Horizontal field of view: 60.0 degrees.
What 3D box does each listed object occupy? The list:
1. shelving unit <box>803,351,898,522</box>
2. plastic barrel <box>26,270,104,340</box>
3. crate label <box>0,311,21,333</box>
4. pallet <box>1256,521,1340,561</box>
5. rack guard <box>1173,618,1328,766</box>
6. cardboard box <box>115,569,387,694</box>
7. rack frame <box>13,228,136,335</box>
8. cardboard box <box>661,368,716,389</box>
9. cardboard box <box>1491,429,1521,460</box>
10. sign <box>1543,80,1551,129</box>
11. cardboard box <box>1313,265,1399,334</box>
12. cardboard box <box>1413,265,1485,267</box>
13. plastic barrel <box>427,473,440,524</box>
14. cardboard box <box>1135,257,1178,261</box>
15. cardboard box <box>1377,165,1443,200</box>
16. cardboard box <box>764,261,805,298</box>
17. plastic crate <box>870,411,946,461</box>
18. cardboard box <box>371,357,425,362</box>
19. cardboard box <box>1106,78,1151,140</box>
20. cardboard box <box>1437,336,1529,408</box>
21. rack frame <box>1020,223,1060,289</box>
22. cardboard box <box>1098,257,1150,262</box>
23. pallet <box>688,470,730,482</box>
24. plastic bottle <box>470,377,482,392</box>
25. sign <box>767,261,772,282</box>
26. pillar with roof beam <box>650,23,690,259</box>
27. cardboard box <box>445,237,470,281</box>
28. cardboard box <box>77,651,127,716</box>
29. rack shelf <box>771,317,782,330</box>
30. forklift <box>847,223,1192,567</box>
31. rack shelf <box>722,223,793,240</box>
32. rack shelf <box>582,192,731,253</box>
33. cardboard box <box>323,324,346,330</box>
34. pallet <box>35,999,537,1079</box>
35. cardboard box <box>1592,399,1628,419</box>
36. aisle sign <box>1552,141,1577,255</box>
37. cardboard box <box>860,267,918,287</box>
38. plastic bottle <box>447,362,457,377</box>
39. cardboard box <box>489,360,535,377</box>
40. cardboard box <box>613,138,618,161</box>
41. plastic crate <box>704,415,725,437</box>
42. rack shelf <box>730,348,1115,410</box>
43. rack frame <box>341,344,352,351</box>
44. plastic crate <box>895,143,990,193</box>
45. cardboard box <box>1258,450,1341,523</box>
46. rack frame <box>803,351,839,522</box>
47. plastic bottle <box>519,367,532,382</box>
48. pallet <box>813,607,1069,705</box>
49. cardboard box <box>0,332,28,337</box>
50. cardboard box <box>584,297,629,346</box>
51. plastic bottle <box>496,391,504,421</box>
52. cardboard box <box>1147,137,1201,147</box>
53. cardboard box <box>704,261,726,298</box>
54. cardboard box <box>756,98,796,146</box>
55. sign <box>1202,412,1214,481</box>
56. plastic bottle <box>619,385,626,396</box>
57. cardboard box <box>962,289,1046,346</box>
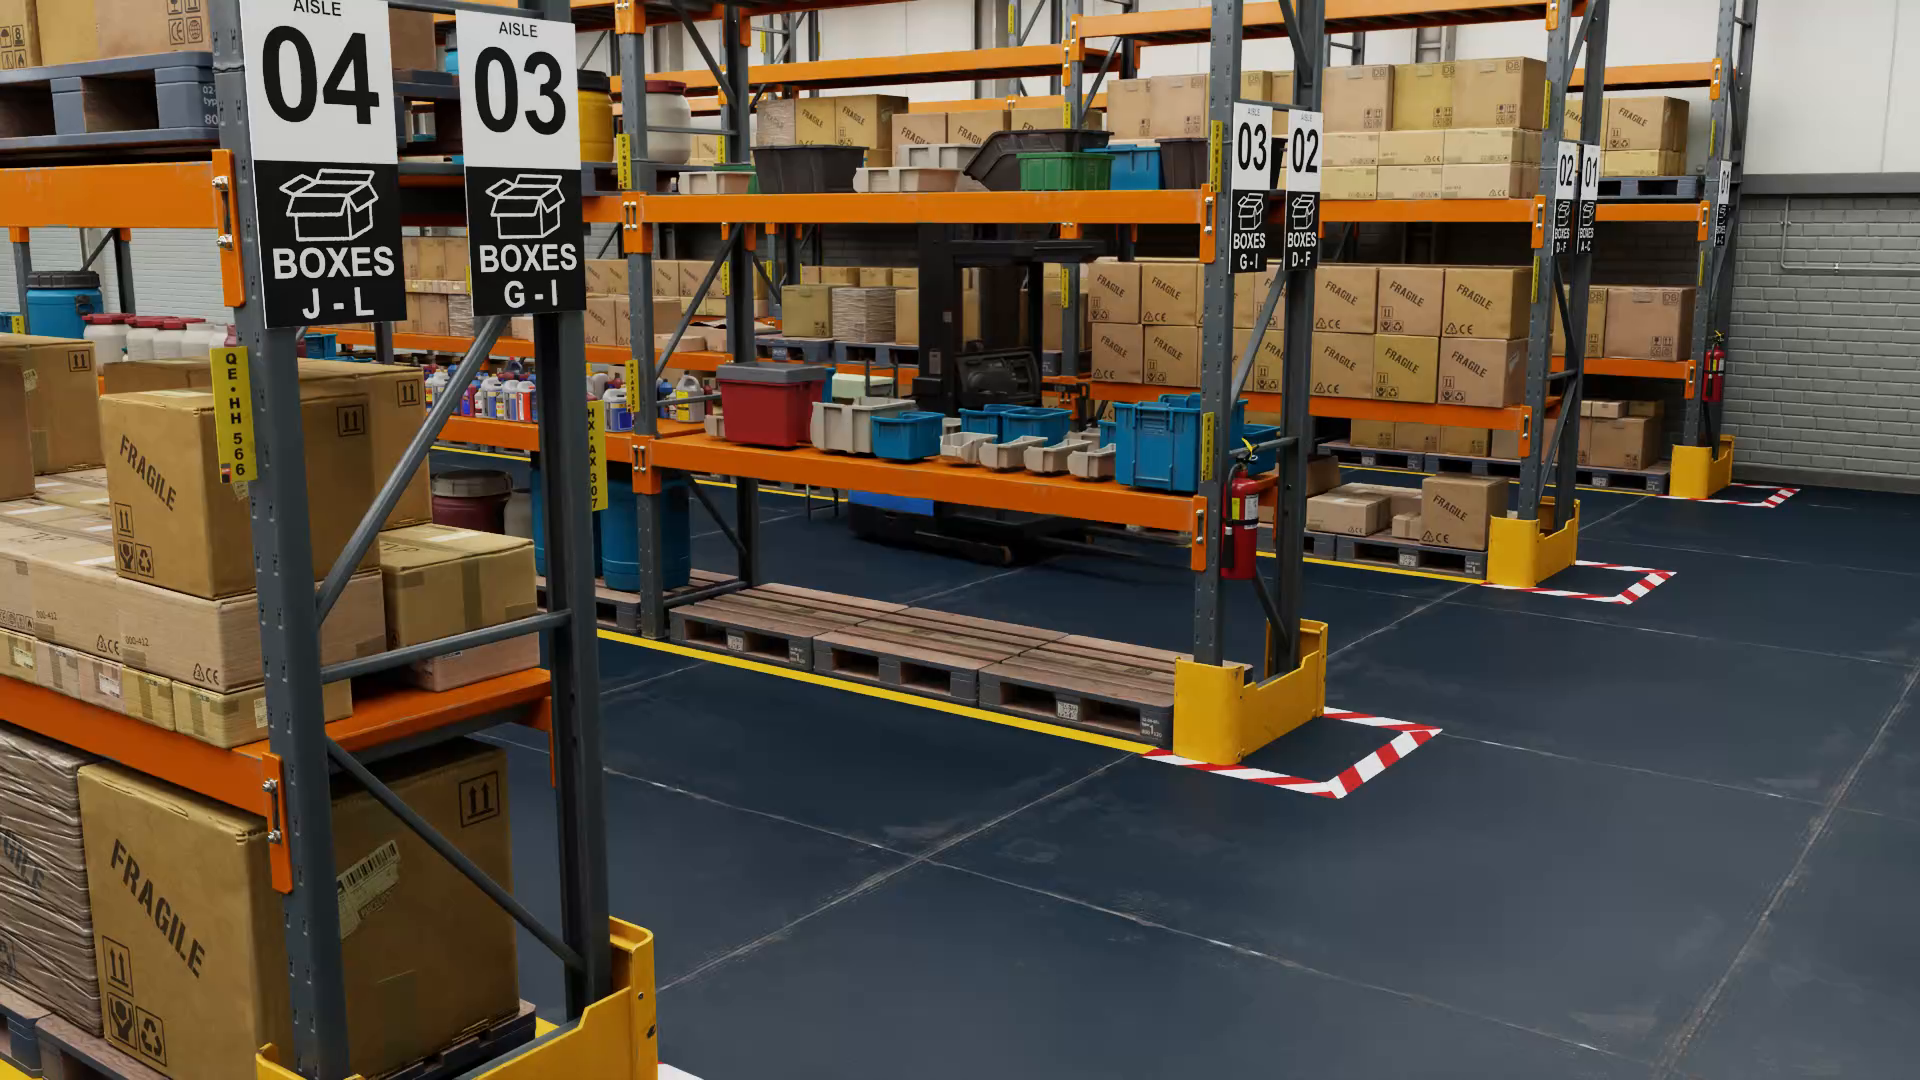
[{"bbox_3d":[-0.957,-0.886,14.660,0.755,1.500,0.431,9,14,38],"label":"shelving unit"},{"bbox_3d":[-8.029,-1.963,14.959,0.708,0.901,0.600,8,13,36],"label":"plastic barrel"},{"bbox_3d":[-9.742,-2.108,16.936,0.616,0.435,0.502,8,13,36],"label":"crate label"},{"bbox_3d":[2.762,-0.081,13.895,1.213,0.211,1.003,8,13,36],"label":"pallet"},{"bbox_3d":[1.538,0.771,8.731,0.348,0.500,1.175,8,13,36],"label":"rack guard"},{"bbox_3d":[-1.969,0.215,4.635,0.500,0.250,0.500,8,13,35],"label":"cardboard box"},{"bbox_3d":[-8.161,-1.807,15.470,0.127,3.000,1.000,8,13,36],"label":"rack frame"},{"bbox_3d":[-3.996,-2.516,24.560,0.500,0.500,0.700,7,13,32],"label":"cardboard box"},{"bbox_3d":[5.942,-1.129,17.444,0.500,0.500,0.700,7,13,34],"label":"cardboard box"},{"bbox_3d":[4.101,-3.040,11.618,0.005,0.325,0.100,8,13,36],"label":"sign"},{"bbox_3d":[3.096,-1.877,12.942,0.500,0.500,0.500,8,14,37],"label":"cardboard box"},{"bbox_3d":[3.818,-1.903,13.074,0.500,0.500,0.500,8,14,36],"label":"cardboard box"},{"bbox_3d":[-4.025,-0.239,12.814,0.421,0.512,0.421,0,11,0],"label":"plastic barrel"},{"bbox_3d":[2.394,-3.184,19.516,0.500,0.250,0.500,8,13,34],"label":"cardboard box"},{"bbox_3d":[3.479,-2.690,12.533,0.500,0.250,0.500,8,13,36],"label":"cardboard box"},{"bbox_3d":[-2.552,-3.712,23.690,0.500,0.500,0.500,8,13,34],"label":"cardboard box"},{"bbox_3d":[-0.296,-0.596,9.498,0.300,0.233,0.416,8,13,36],"label":"plastic crate"},{"bbox_3d":[-6.942,-1.975,20.501,0.500,0.500,0.500,8,13,36],"label":"cardboard box"},{"bbox_3d":[1.636,-3.629,14.097,0.500,0.500,0.700,8,13,36],"label":"cardboard box"},{"bbox_3d":[3.924,-1.273,12.450,0.500,0.500,0.500,8,14,37],"label":"cardboard box"},{"bbox_3d":[0.927,-2.874,20.986,0.127,3.000,1.000,8,13,36],"label":"rack frame"},{"bbox_3d":[1.979,-3.240,19.808,0.500,0.250,0.500,8,14,36],"label":"cardboard box"},{"bbox_3d":[-2.643,-0.844,17.838,1.213,0.211,1.003,8,13,36],"label":"pallet"},{"bbox_3d":[-3.400,-1.011,11.697,0.097,0.271,0.097,0,11,0],"label":"plastic bottle"},{"bbox_3d":[-2.612,-3.664,22.794,0.005,0.325,0.100,8,13,36],"label":"sign"},{"bbox_3d":[-6.993,-6.113,21.936,0.400,9.000,9.100,8,13,36],"label":"pillar with roof beam"},{"bbox_3d":[-5.588,-3.299,19.508,0.500,0.500,0.700,8,14,36],"label":"cardboard box"},{"bbox_3d":[-2.316,0.377,4.845,0.250,0.149,0.380,8,14,36],"label":"cardboard box"},{"bbox_3d":[-0.685,-2.745,22.216,4.000,0.370,1.077,8,13,36],"label":"rack shelf"},{"bbox_3d":[0.460,-1.340,13.240,3.031,2.935,1.130,10,15,42],"label":"forklift"},{"bbox_3d":[-3.614,-3.459,18.009,4.000,0.370,1.077,8,13,36],"label":"rack shelf"},{"bbox_3d":[-3.325,-2.251,11.767,4.000,0.370,1.077,8,13,36],"label":"rack shelf"},{"bbox_3d":[-7.656,-2.950,21.120,0.500,0.500,0.700,8,14,37],"label":"cardboard box"},{"bbox_3d":[-2.112,1.592,5.245,1.213,0.211,1.003,8,13,36],"label":"pallet"},{"bbox_3d":[6.540,-1.321,16.731,0.250,0.149,0.380,8,13,35],"label":"cardboard box"},{"bbox_3d":[4.319,-2.437,11.885,0.004,0.787,0.394,8,13,36],"label":"aisle sign"},{"bbox_3d":[-0.912,-3.393,22.248,0.500,0.500,0.700,10,15,43],"label":"cardboard box"},{"bbox_3d":[-3.934,-1.250,12.932,0.097,0.271,0.097,0,11,0],"label":"plastic bottle"},{"bbox_3d":[-5.415,-1.889,20.055,0.500,0.500,0.500,8,13,36],"label":"cardboard box"},{"bbox_3d":[-4.980,-5.651,24.496,0.500,0.500,0.500,8,13,35],"label":"cardboard box"},{"bbox_3d":[-1.423,-0.733,10.457,0.243,0.136,0.396,8,13,36],"label":"plastic crate"},{"bbox_3d":[-0.390,-1.537,15.970,4.000,0.370,1.077,8,13,36],"label":"rack shelf"},{"bbox_3d":[-8.450,-3.014,21.713,0.127,3.000,1.000,8,13,36],"label":"rack frame"},{"bbox_3d":[-0.093,-2.168,9.755,0.530,0.282,0.437,8,13,36],"label":"plastic crate"},{"bbox_3d":[2.739,-0.445,13.847,0.637,0.503,0.797,8,13,36],"label":"cardboard box"},{"bbox_3d":[-1.242,-0.929,14.886,0.023,1.500,0.400,9,14,38],"label":"rack frame"},{"bbox_3d":[-3.217,-1.146,12.362,0.133,0.283,0.061,8,13,36],"label":"plastic bottle"},{"bbox_3d":[-0.110,0.676,9.981,1.213,0.211,1.003,8,13,36],"label":"pallet"},{"bbox_3d":[-4.116,-0.579,6.761,0.500,0.500,0.500,8,14,37],"label":"cardboard box"},{"bbox_3d":[-3.789,-2.409,18.322,0.500,0.500,0.500,8,14,36],"label":"cardboard box"},{"bbox_3d":[-3.141,-0.926,11.443,0.097,0.201,0.097,0,11,0],"label":"plastic bottle"},{"bbox_3d":[1.871,-3.161,13.653,0.500,0.250,0.500,8,13,36],"label":"cardboard box"},{"bbox_3d":[-3.267,-3.689,23.567,0.500,0.500,0.500,8,13,35],"label":"cardboard box"},{"bbox_3d":[-1.655,-4.077,16.416,0.500,0.500,0.500,8,13,36],"label":"cardboard box"},{"bbox_3d":[1.198,-0.452,8.037,0.005,0.325,0.100,8,13,36],"label":"sign"},{"bbox_3d":[-2.390,-1.000,11.826,0.097,0.201,0.097,0,11,0],"label":"plastic bottle"},{"bbox_3d":[0.380,-2.075,15.491,0.700,0.500,0.500,-11,15,-44],"label":"cardboard box"}]
